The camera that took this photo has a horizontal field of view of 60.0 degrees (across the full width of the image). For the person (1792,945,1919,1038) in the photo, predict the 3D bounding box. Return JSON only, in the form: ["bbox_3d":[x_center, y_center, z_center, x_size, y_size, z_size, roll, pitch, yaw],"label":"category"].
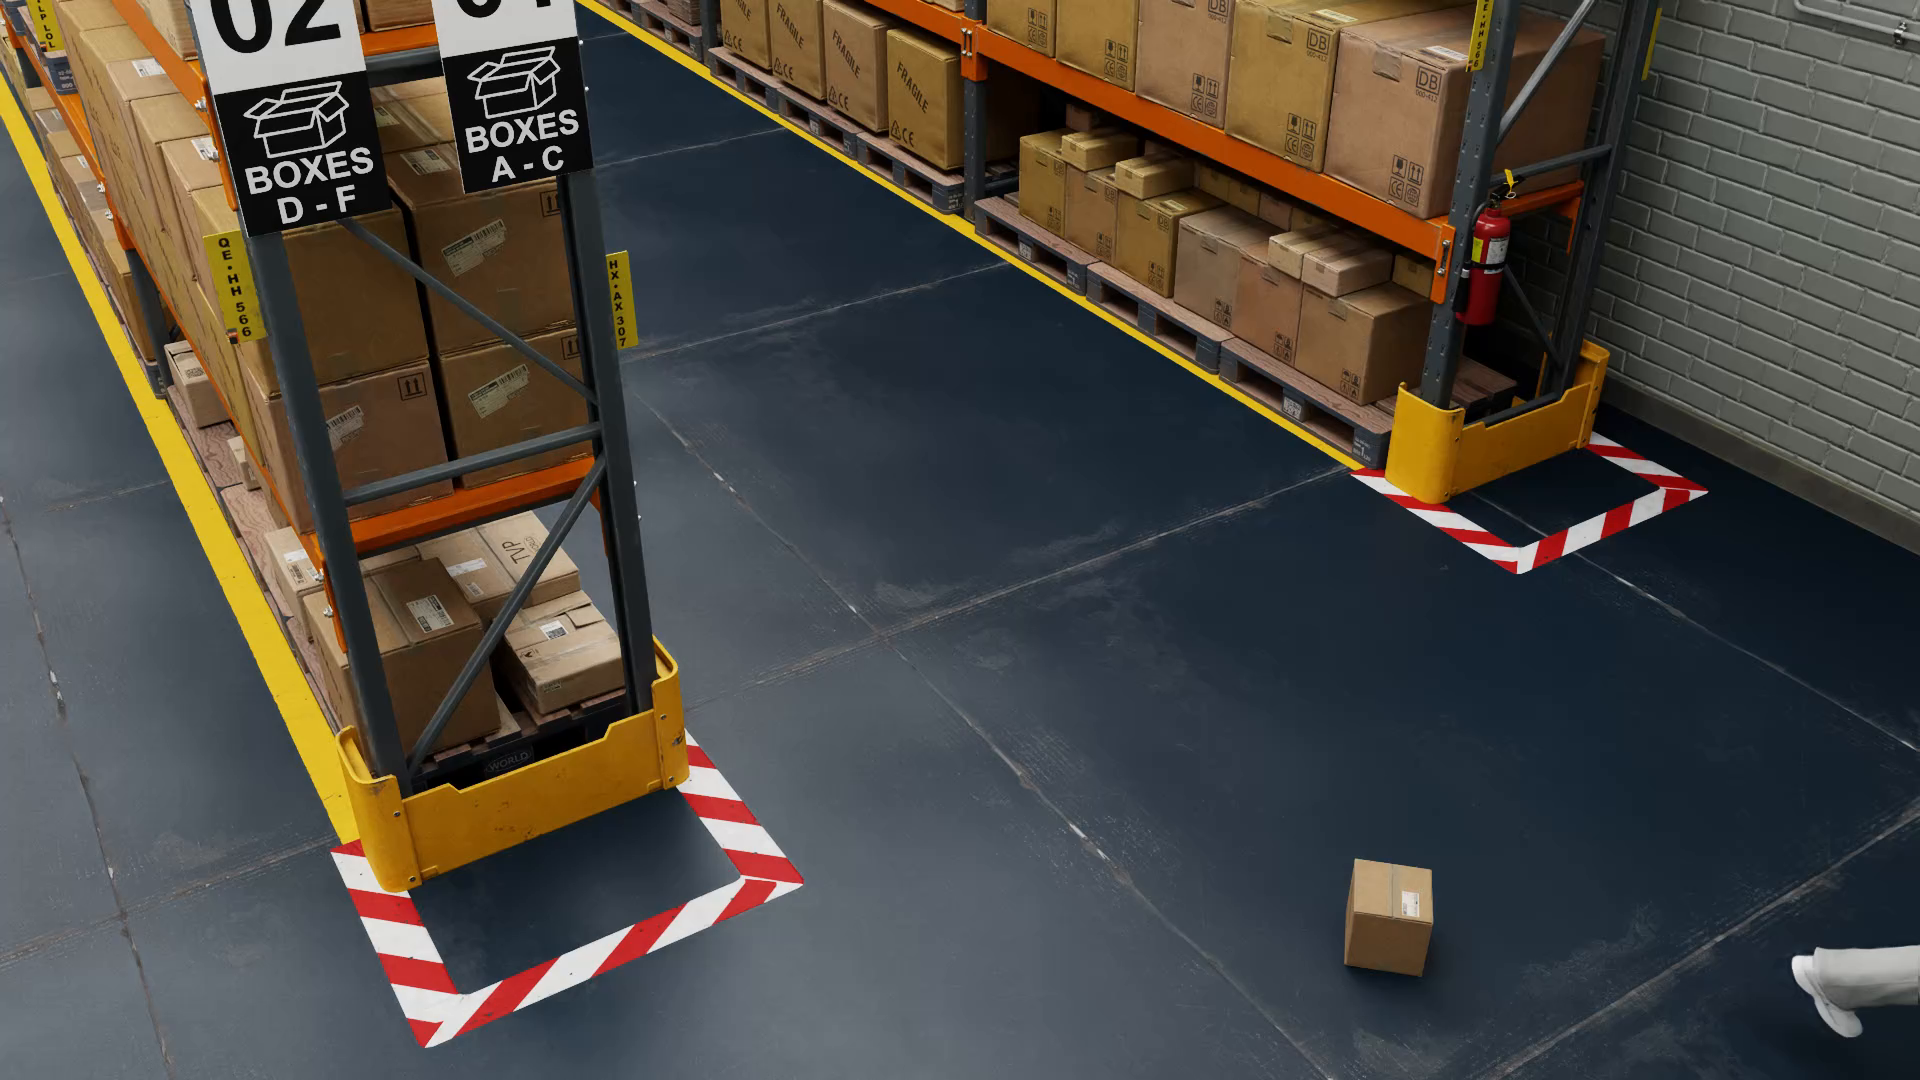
[{"bbox_3d":[2.993,0.902,4.736,0.860,1.618,0.434,16,36,23],"label":"person"}]
